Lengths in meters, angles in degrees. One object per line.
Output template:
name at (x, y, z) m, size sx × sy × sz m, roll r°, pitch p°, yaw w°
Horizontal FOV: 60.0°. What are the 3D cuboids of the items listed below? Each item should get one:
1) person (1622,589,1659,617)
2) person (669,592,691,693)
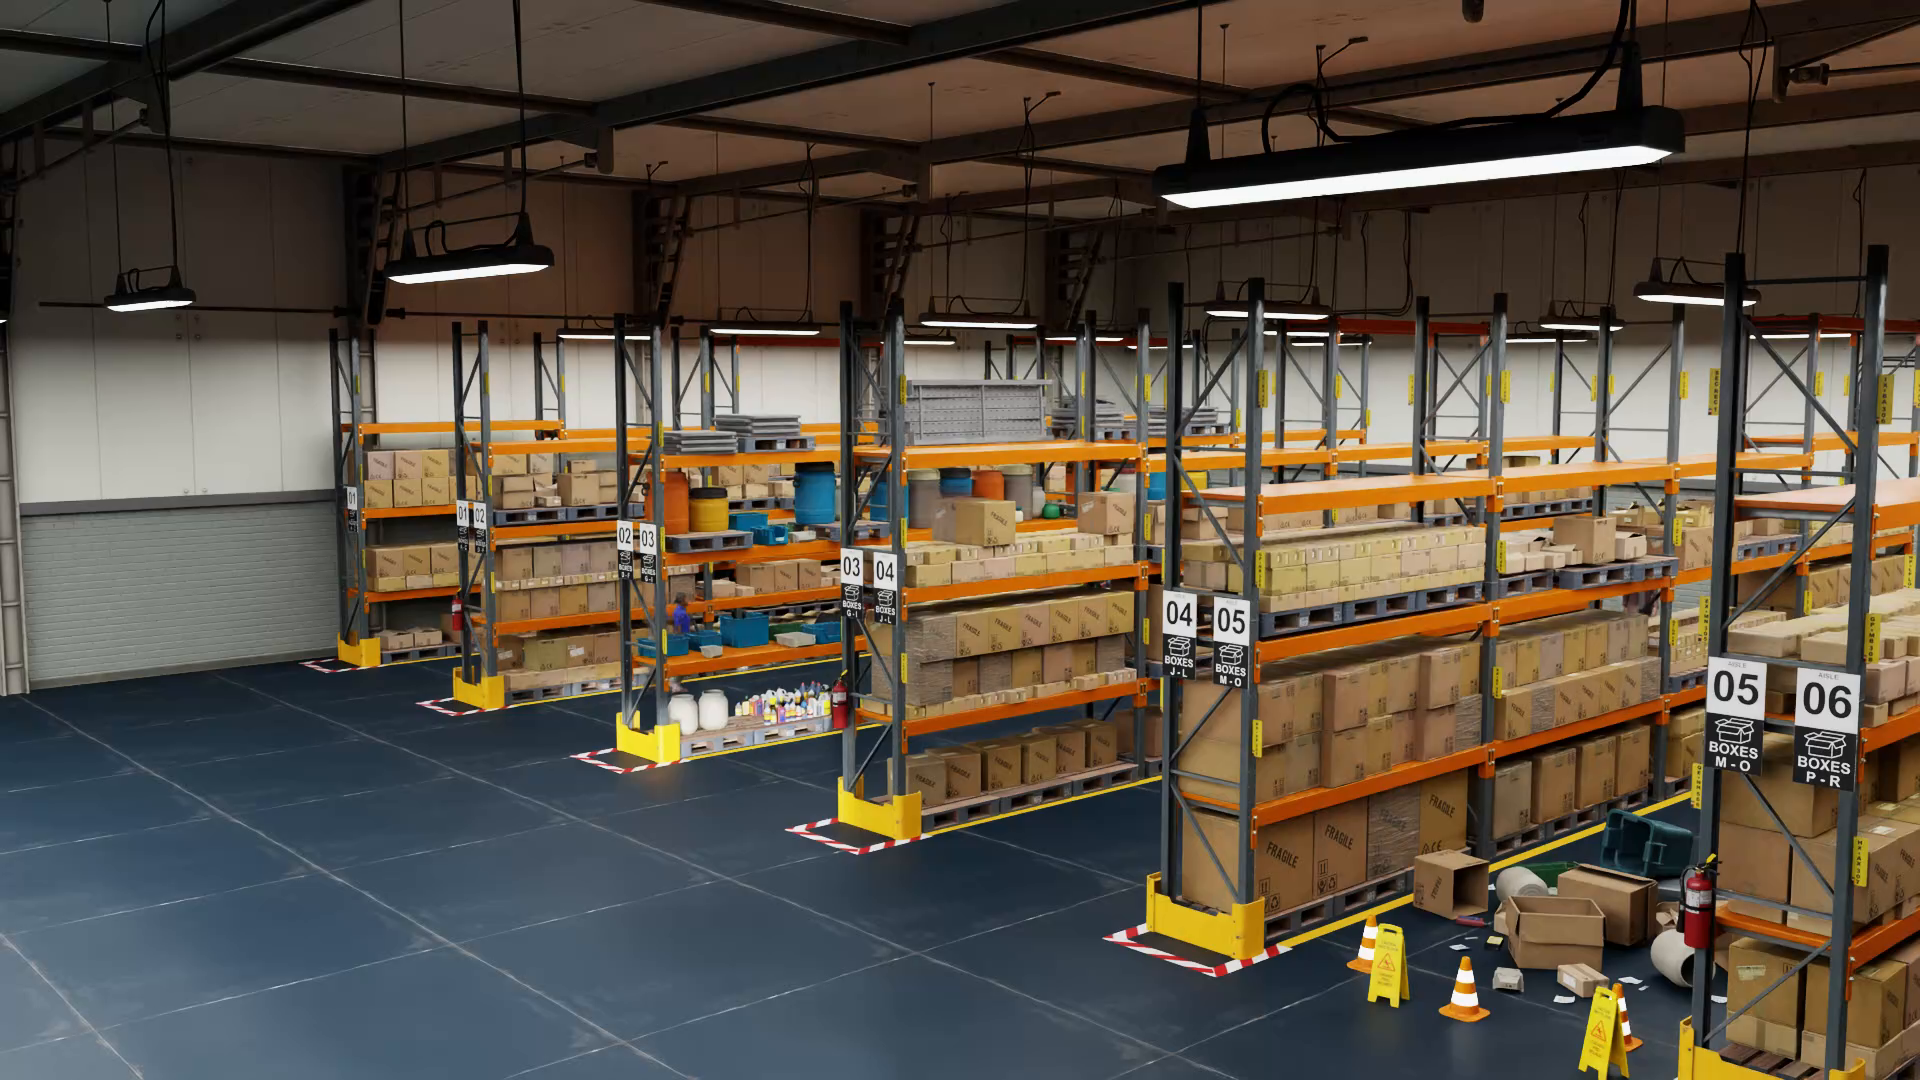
person at (12.578, 1.242, 30.708) m, size 0.572 × 1.705 × 1.175 m, roll 1°, pitch 6°, yaw 8°
person at (-4.586, 1.693, 26.988) m, size 0.475 × 1.598 × 0.517 m, roll -4°, pitch 7°, yaw -35°
